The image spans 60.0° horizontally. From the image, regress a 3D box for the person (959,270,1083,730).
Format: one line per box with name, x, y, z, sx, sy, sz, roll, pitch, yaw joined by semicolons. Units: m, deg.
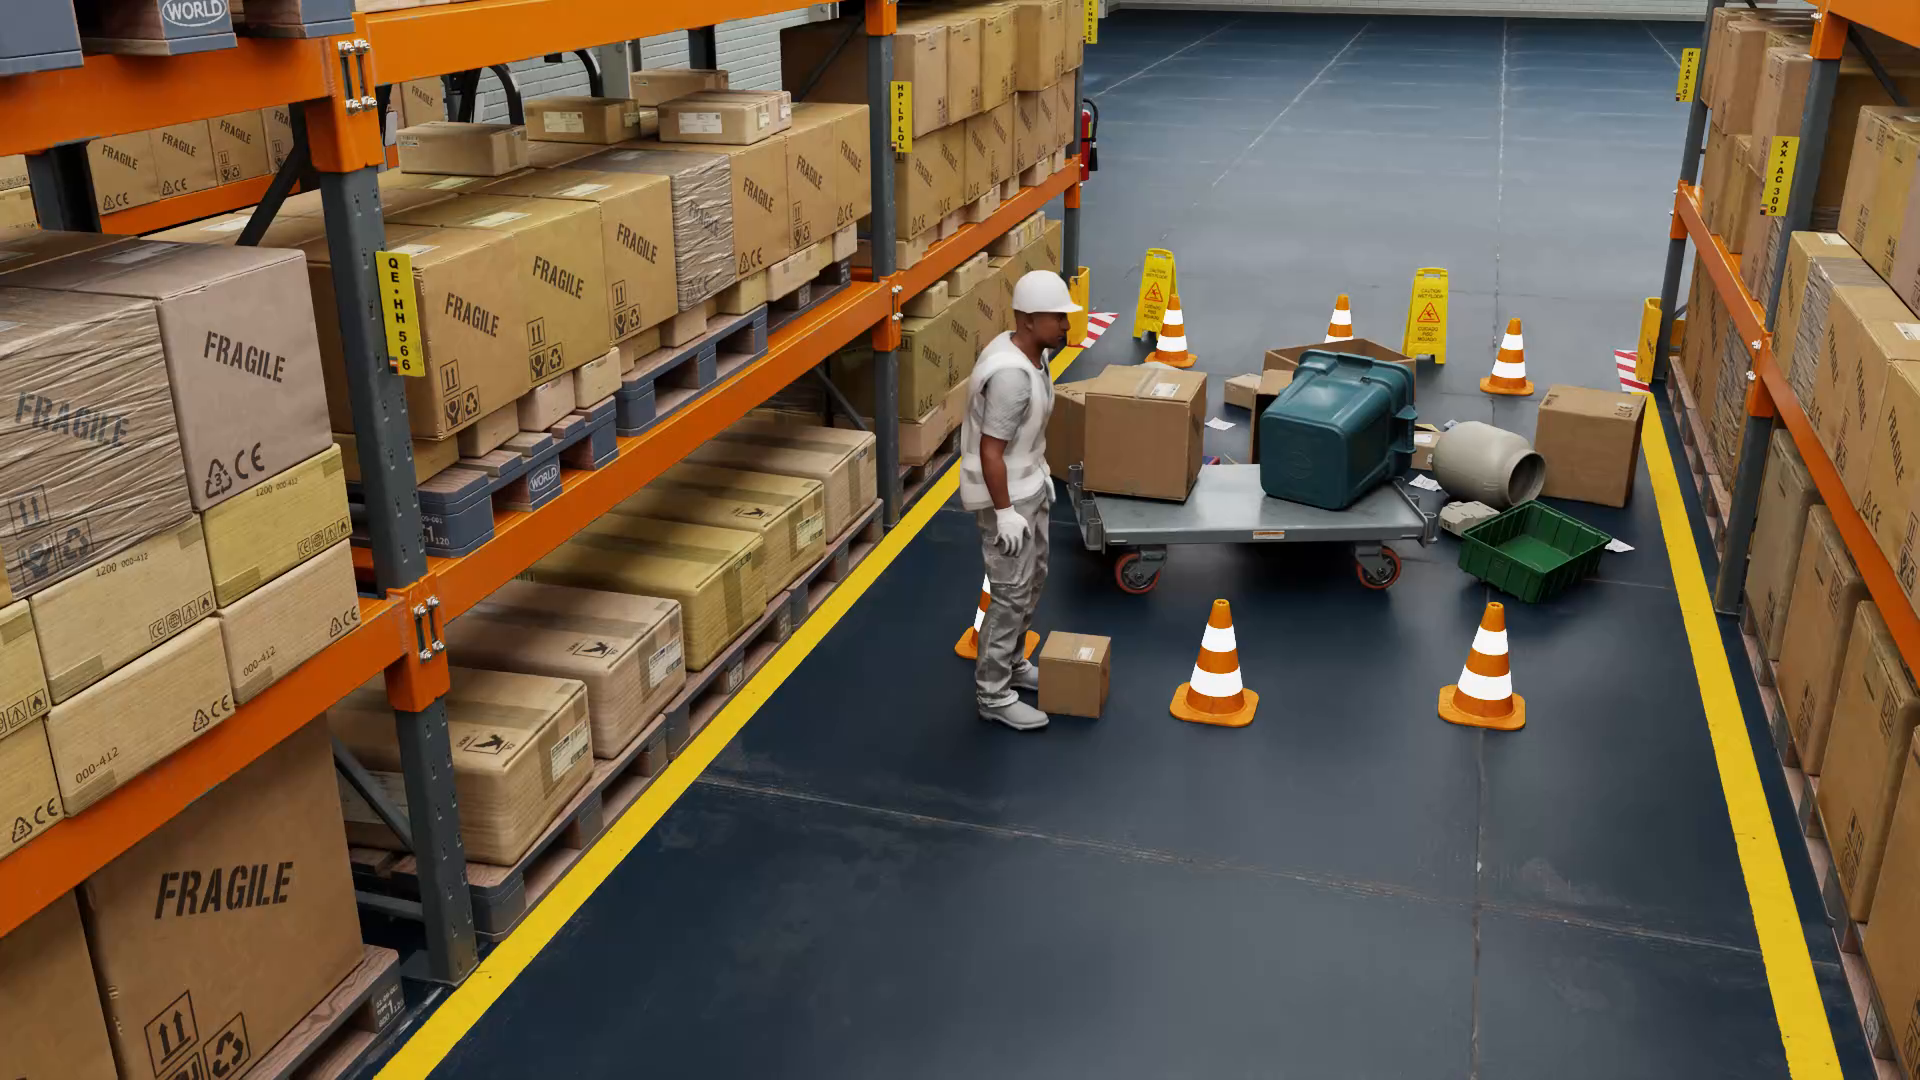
person;0.234;-0.171;6.502;0.450;1.774;0.617;6;22;14
